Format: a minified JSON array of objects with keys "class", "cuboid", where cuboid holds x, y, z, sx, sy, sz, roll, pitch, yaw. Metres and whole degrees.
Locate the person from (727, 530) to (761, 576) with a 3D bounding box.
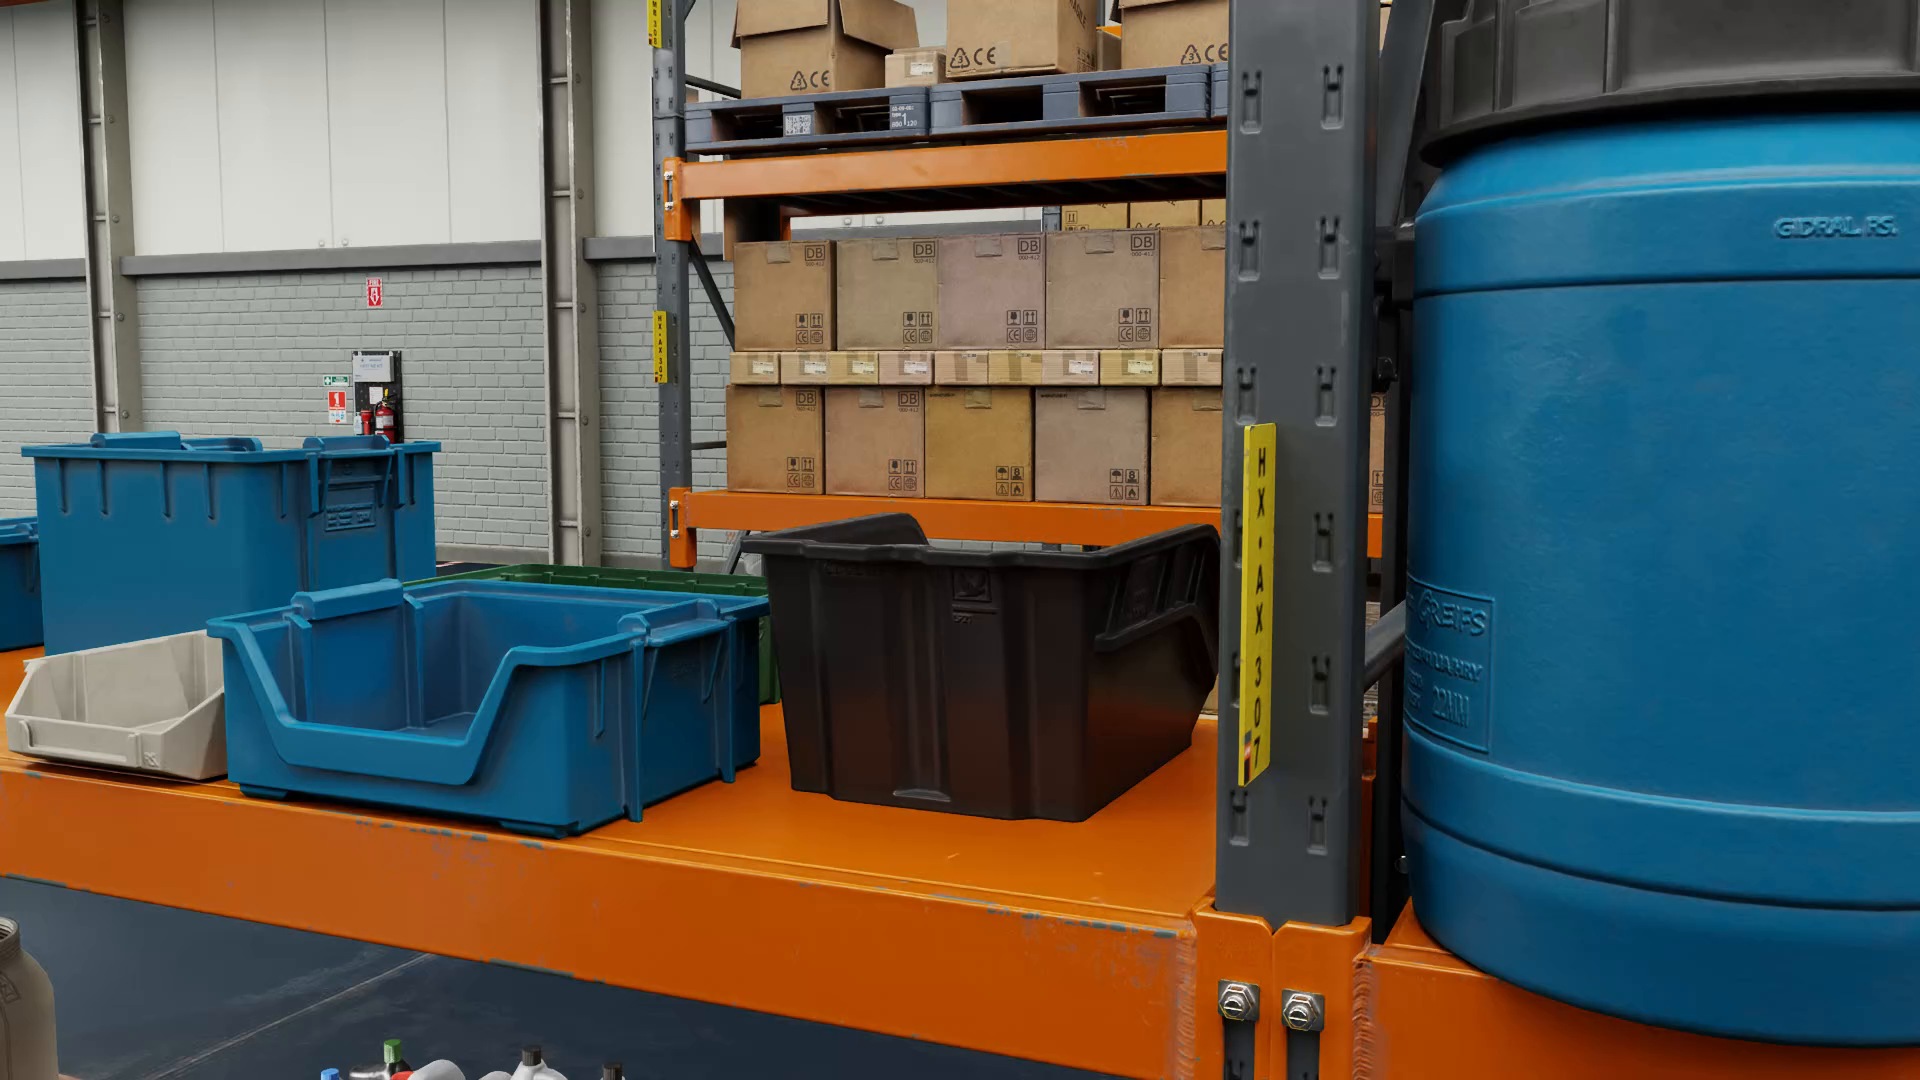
[{"class":"person","cuboid":[-1.258,-0.049,10.800,0.521,1.717,0.501,3,6,25]}]
